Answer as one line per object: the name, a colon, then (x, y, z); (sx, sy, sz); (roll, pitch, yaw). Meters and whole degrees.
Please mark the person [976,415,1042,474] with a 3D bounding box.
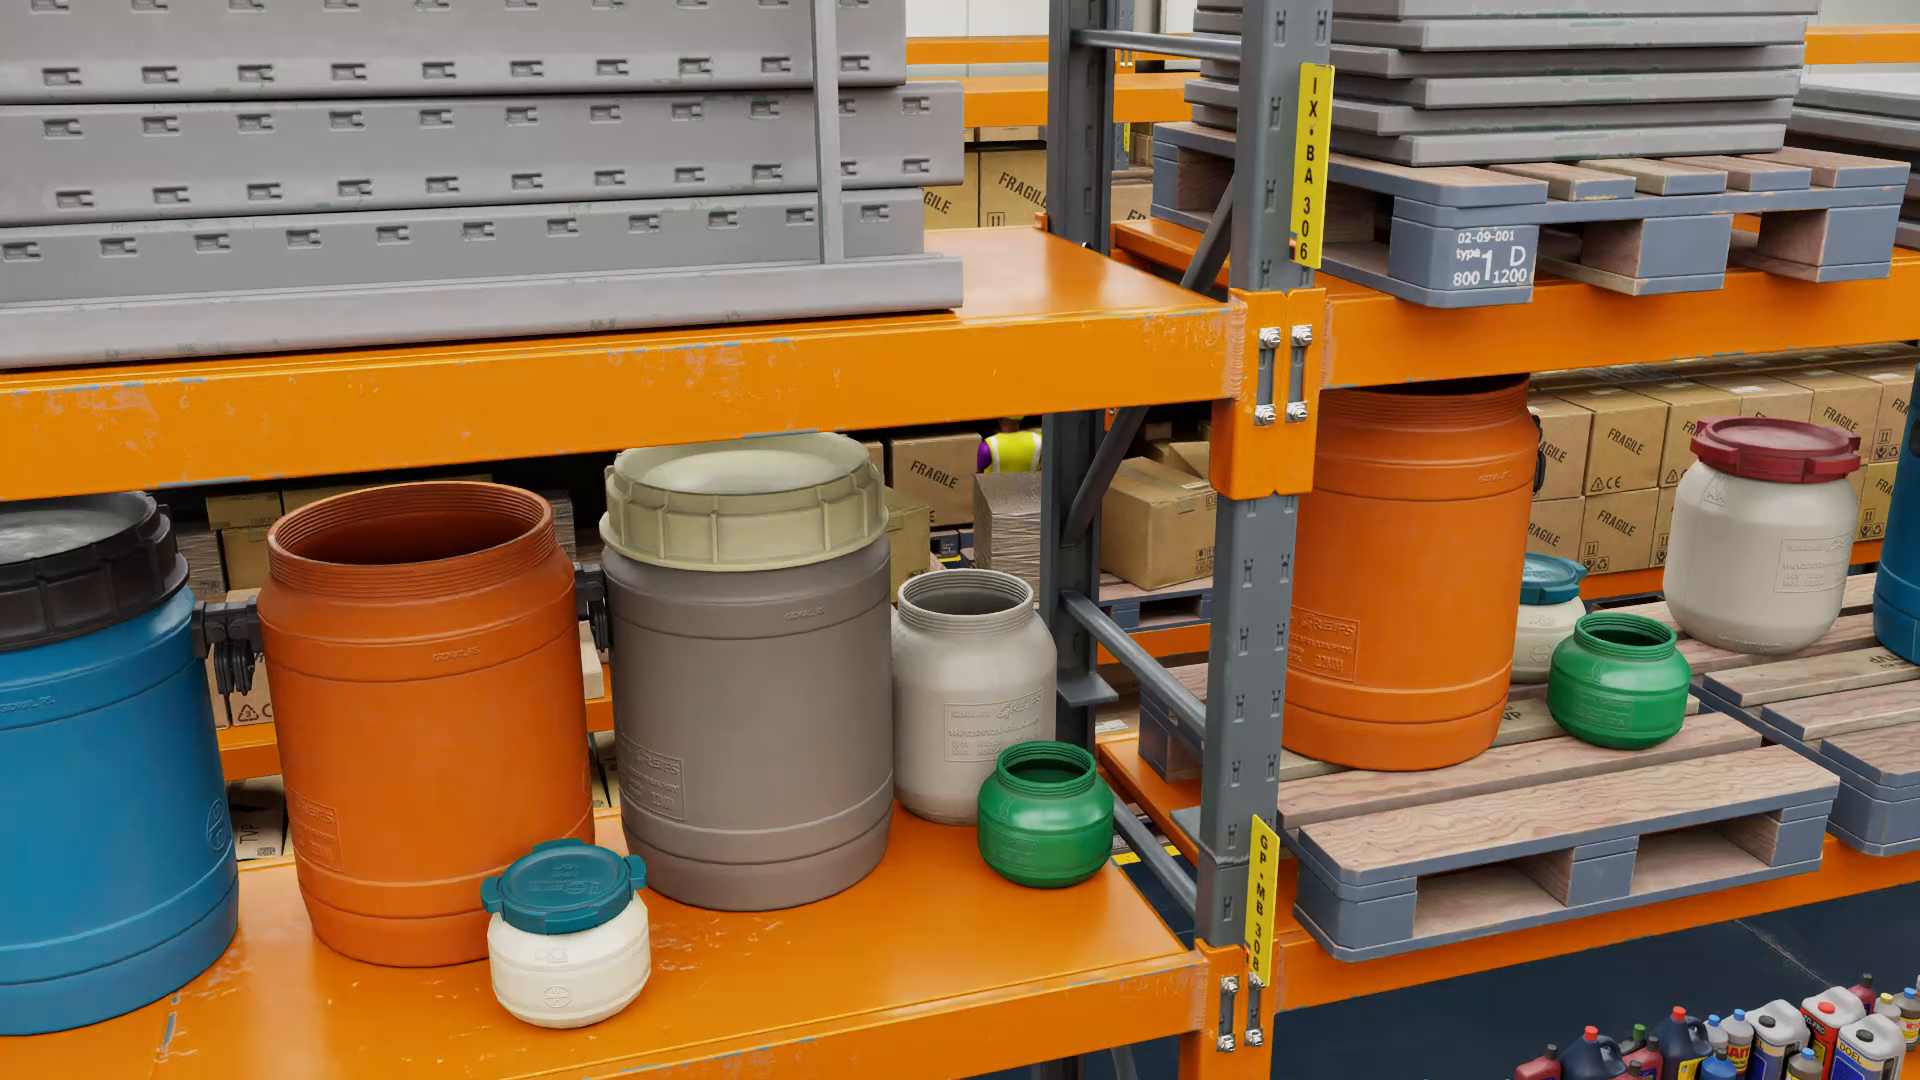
person: (0.331, -0.257, 12.281); (0.503, 1.760, 0.584); (-6, 20, -16)
